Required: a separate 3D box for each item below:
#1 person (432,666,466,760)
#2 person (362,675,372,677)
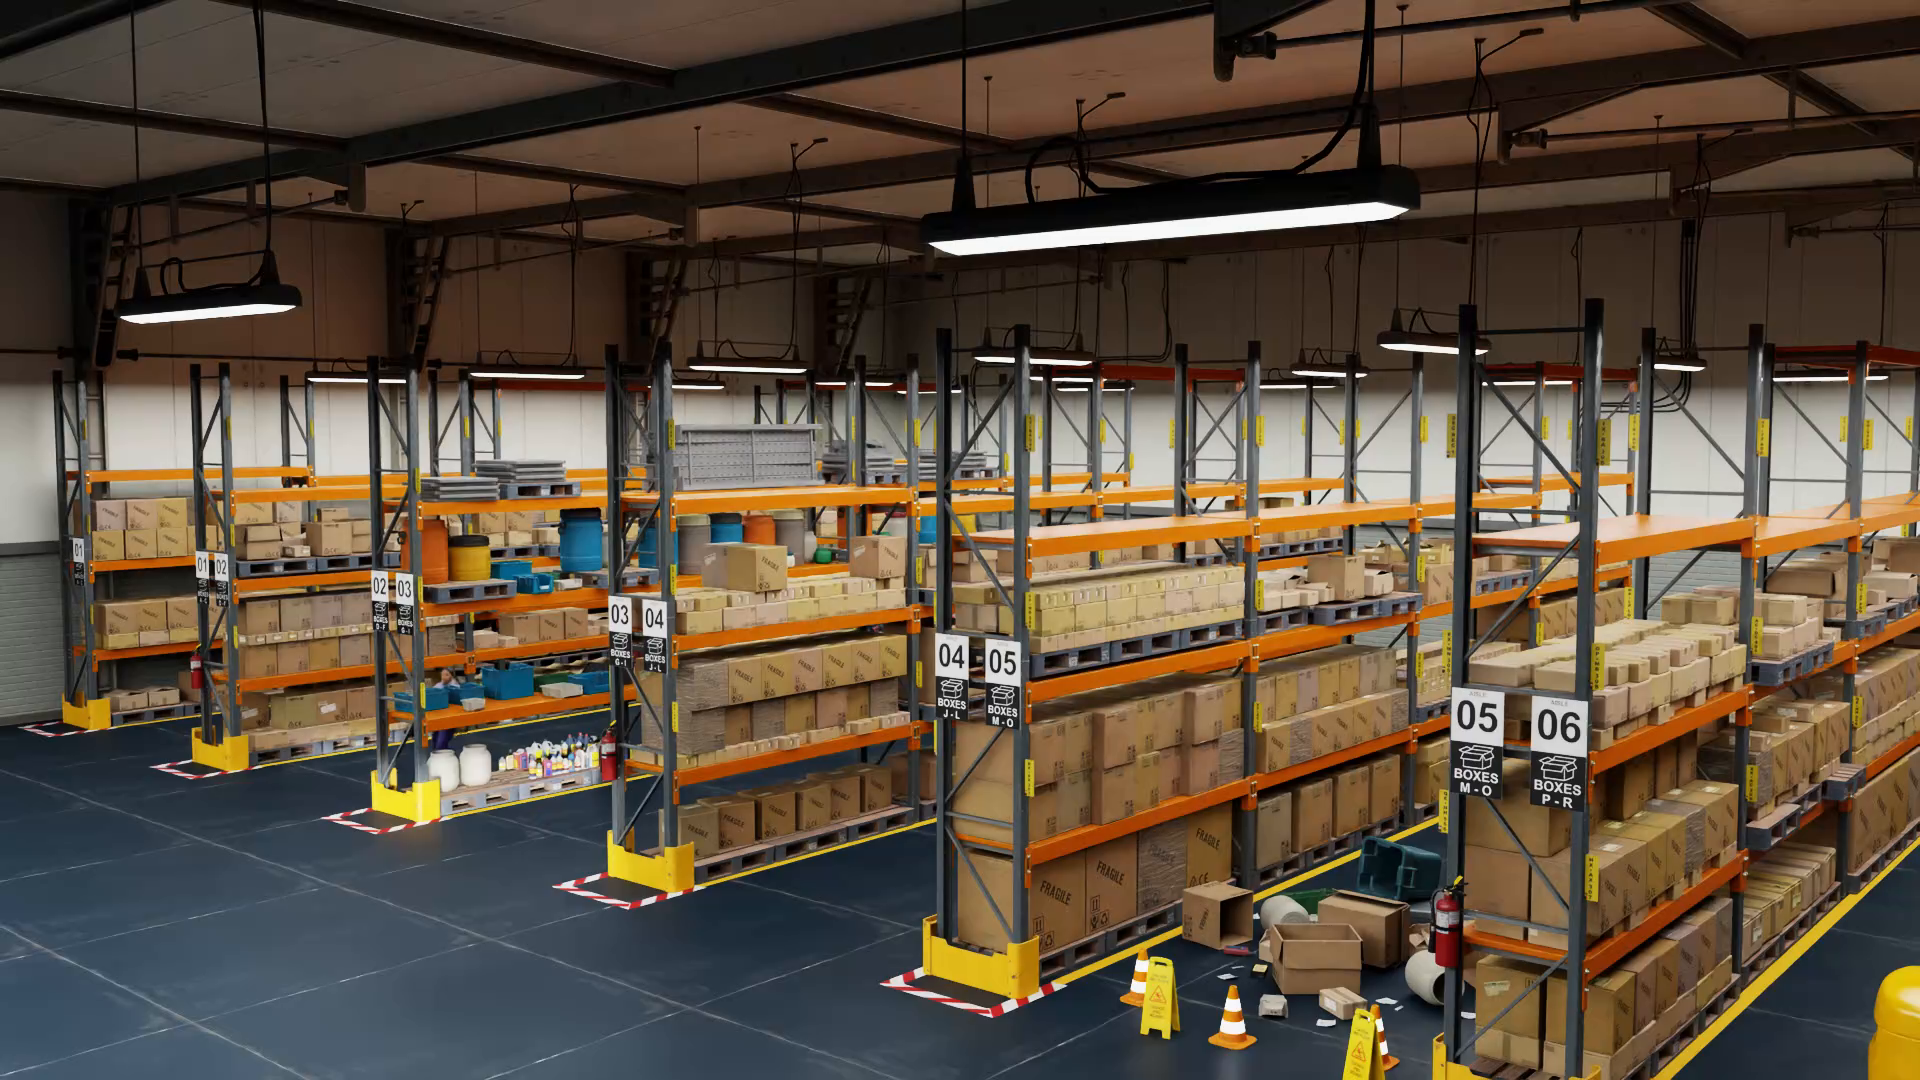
[{"bbox_3d":[-7.451,2.632,24.059,0.564,1.630,0.808,1,4,19],"label":"person"},{"bbox_3d":[-10.881,2.081,30.450,0.481,1.752,0.593,-3,5,-35],"label":"person"}]
